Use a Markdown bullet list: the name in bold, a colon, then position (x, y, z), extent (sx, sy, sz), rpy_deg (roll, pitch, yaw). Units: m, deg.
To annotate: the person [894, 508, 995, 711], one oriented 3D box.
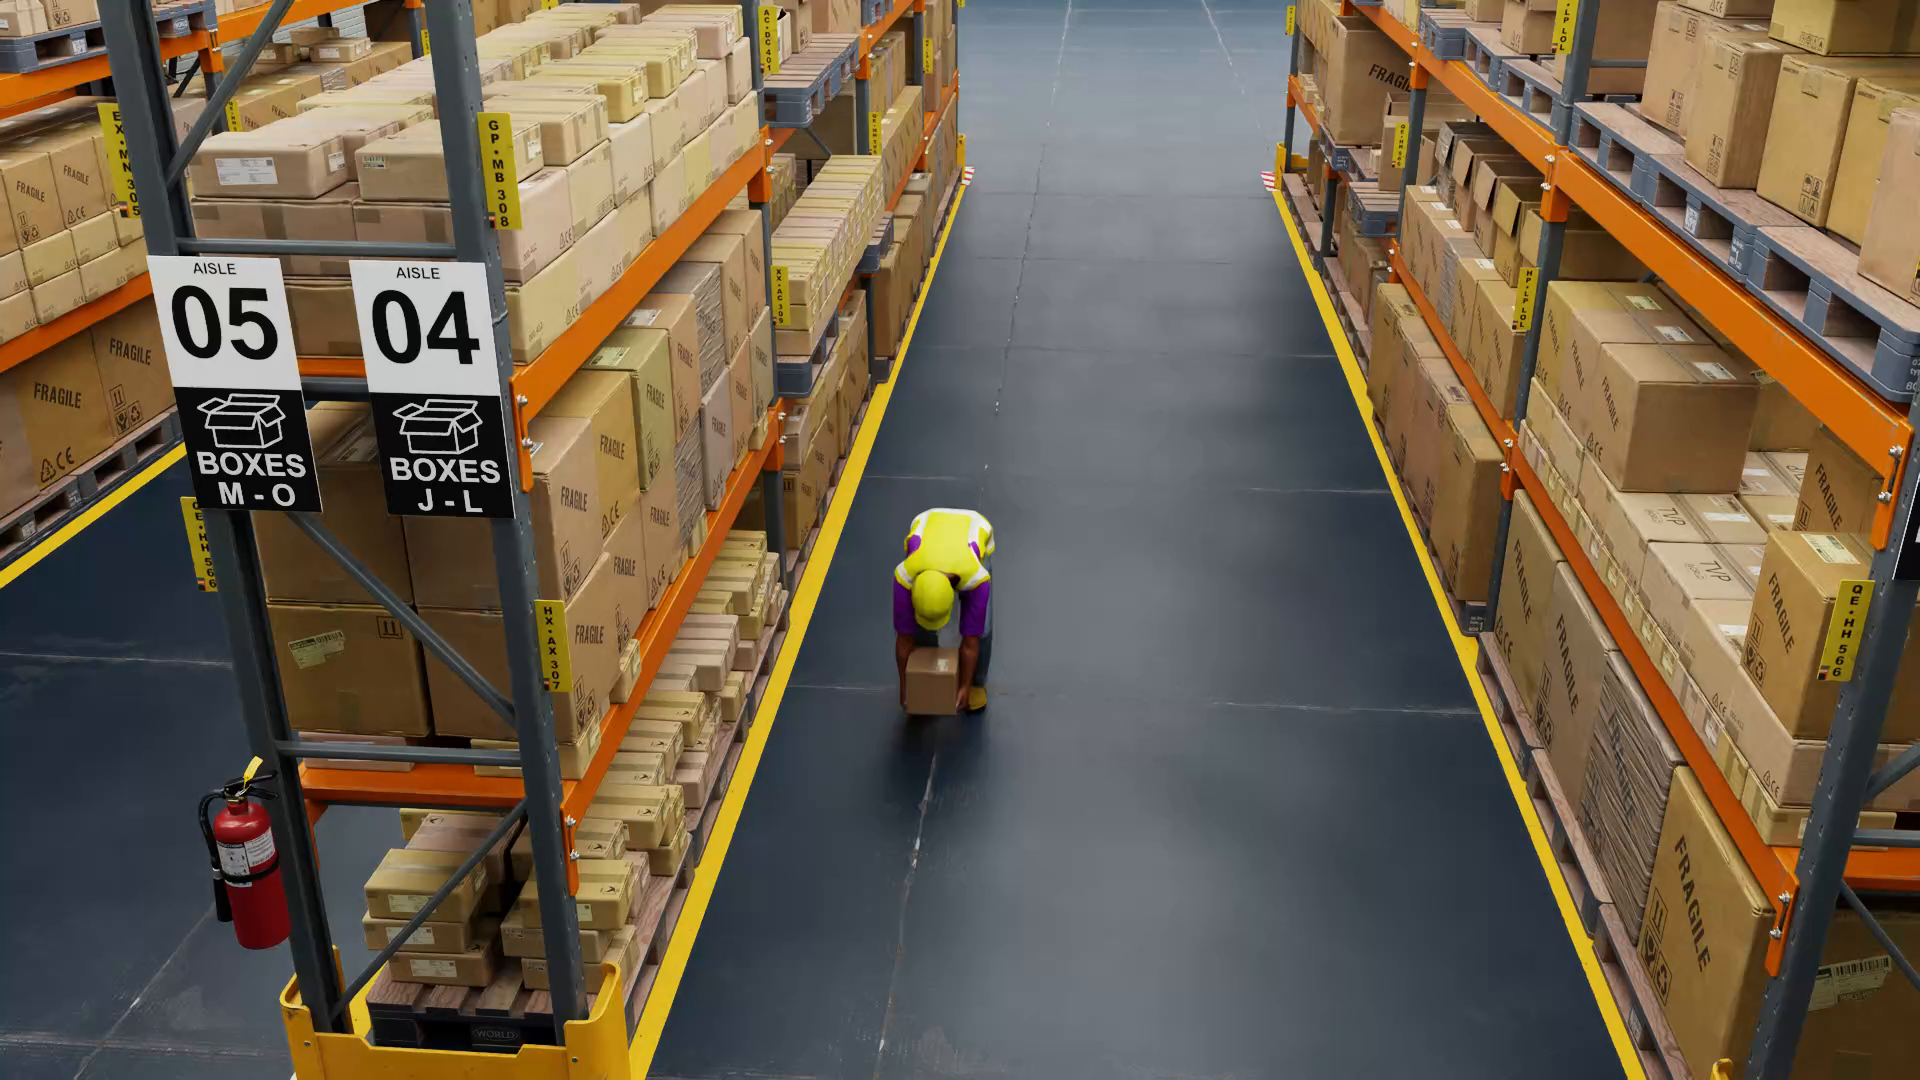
- **person**: position (-0.074, 0.435, 8.460), extent (0.481, 1.064, 0.982), rpy_deg (4, 25, 8)
